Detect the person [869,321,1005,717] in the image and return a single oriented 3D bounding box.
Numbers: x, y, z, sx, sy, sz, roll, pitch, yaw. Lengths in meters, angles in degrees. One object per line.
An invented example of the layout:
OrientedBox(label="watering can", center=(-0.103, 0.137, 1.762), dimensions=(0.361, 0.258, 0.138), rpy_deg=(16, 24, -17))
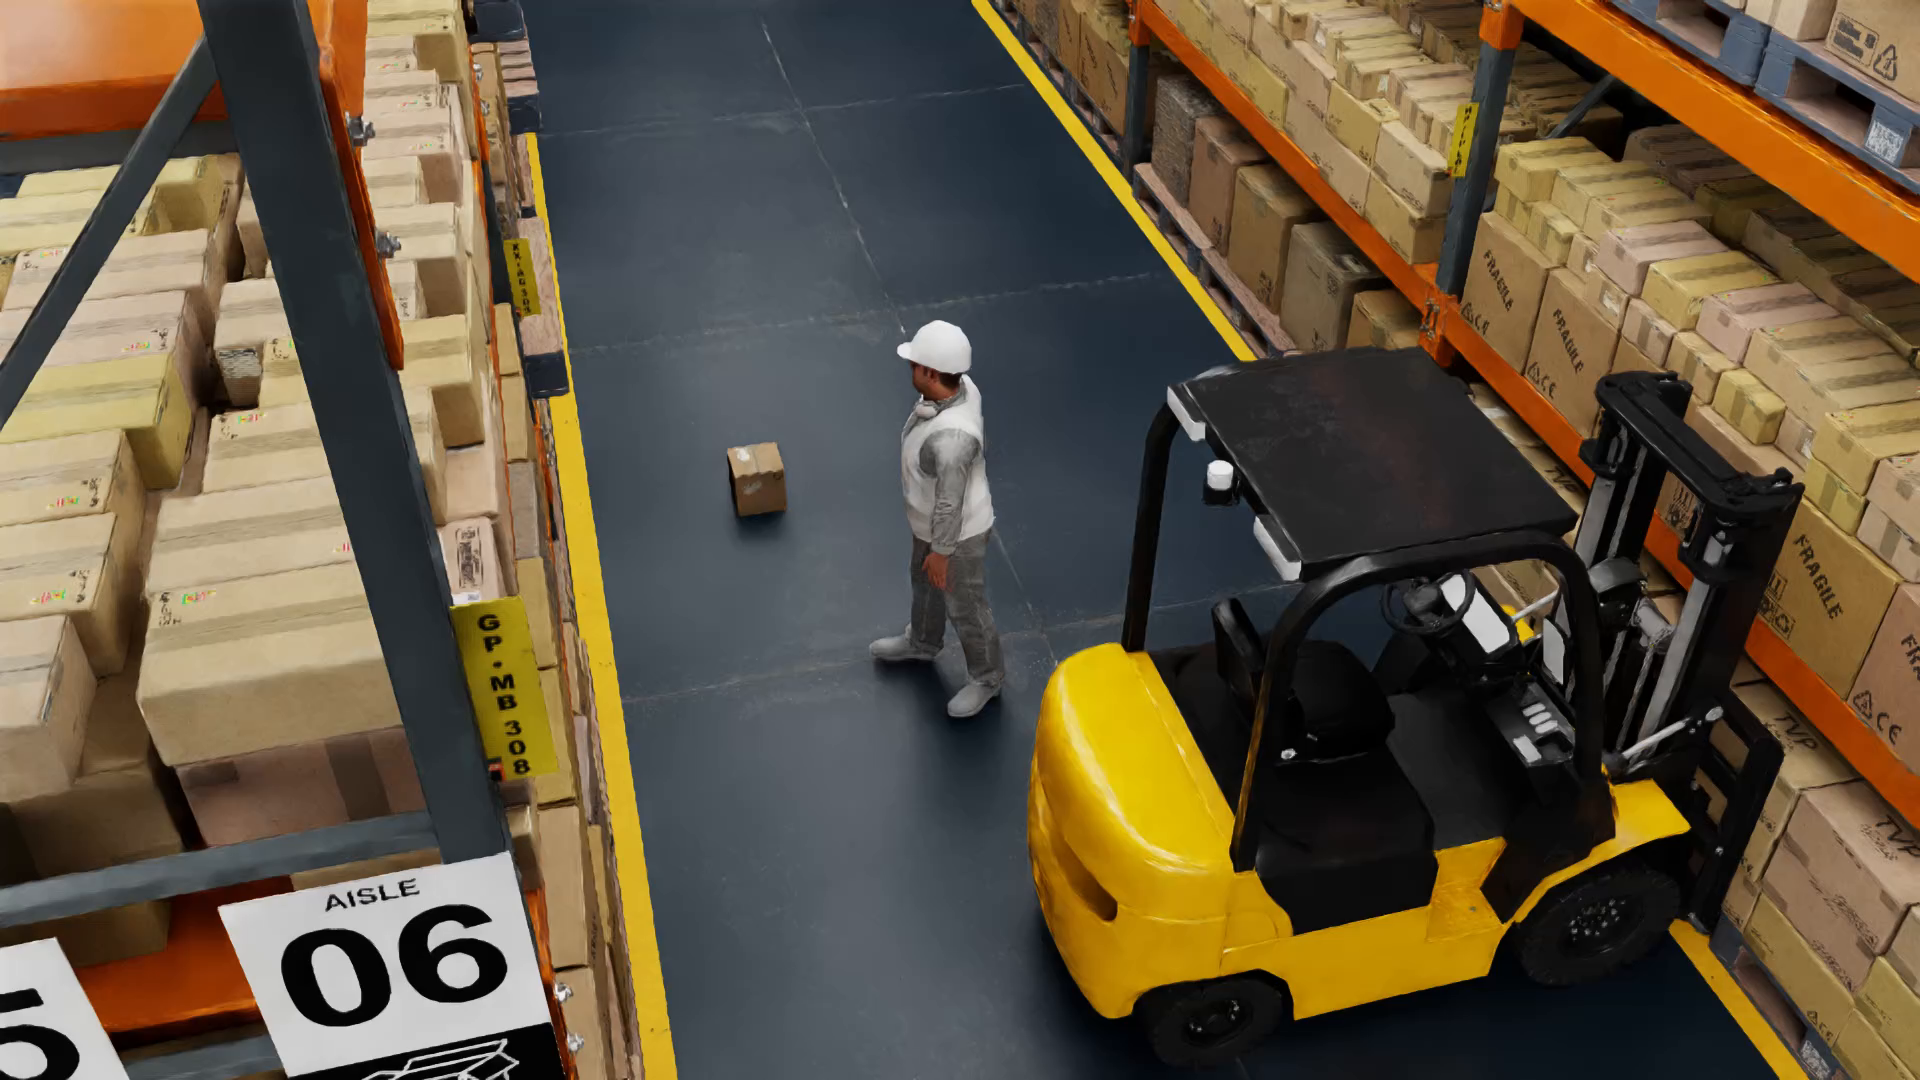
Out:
OrientedBox(label="person", center=(-0.103, -0.116, 6.802), dimensions=(0.575, 1.770, 0.648), rpy_deg=(-4, 38, -5))
